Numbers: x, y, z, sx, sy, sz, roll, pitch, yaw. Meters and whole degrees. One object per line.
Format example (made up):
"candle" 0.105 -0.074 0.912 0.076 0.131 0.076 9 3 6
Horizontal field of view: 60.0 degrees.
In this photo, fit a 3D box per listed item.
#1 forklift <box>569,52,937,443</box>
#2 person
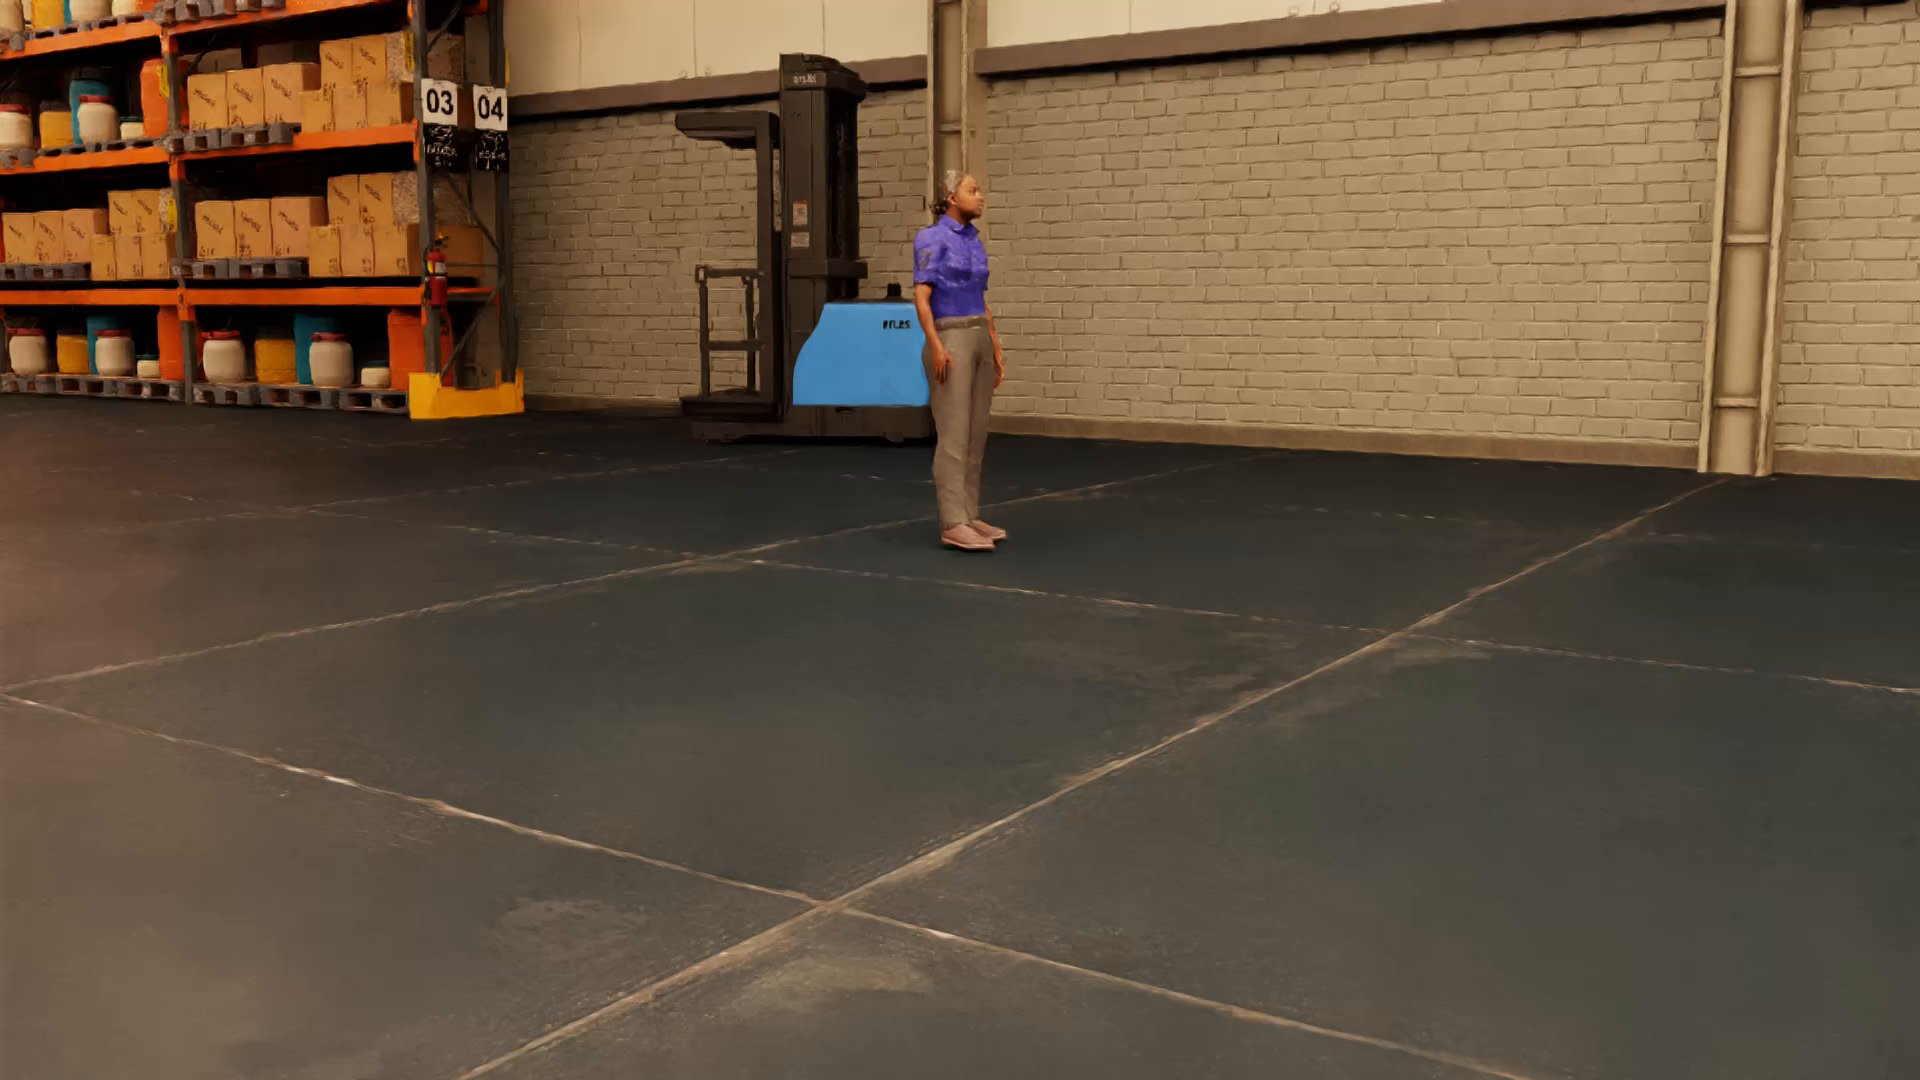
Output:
"forklift" -1.594 -2.268 13.142 3.031 2.935 1.130 2 8 14
"person" 0.062 -0.817 7.421 0.503 1.654 0.570 5 10 34
